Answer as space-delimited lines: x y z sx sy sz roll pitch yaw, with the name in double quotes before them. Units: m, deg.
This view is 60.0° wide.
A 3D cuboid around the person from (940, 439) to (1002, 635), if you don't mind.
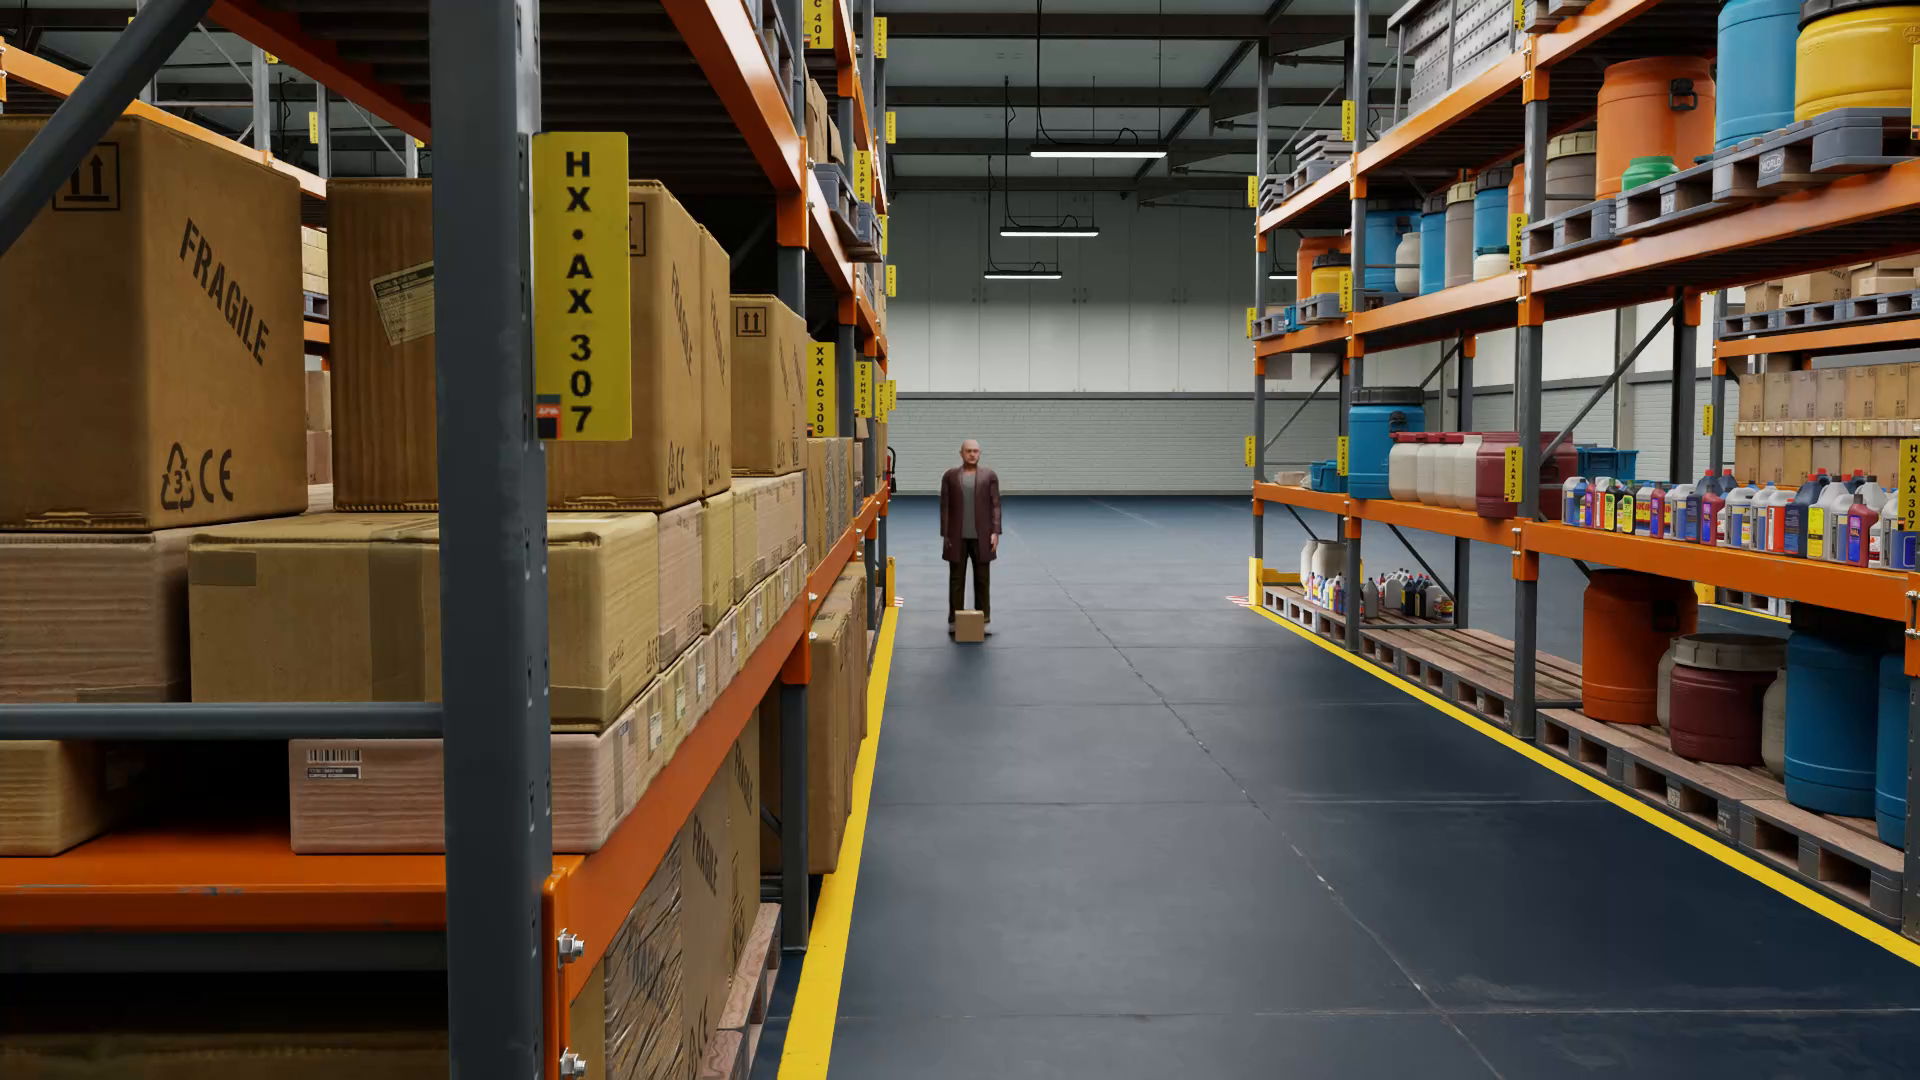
"person" 0.100 -0.030 15.190 0.562 1.786 0.388 0 4 1
